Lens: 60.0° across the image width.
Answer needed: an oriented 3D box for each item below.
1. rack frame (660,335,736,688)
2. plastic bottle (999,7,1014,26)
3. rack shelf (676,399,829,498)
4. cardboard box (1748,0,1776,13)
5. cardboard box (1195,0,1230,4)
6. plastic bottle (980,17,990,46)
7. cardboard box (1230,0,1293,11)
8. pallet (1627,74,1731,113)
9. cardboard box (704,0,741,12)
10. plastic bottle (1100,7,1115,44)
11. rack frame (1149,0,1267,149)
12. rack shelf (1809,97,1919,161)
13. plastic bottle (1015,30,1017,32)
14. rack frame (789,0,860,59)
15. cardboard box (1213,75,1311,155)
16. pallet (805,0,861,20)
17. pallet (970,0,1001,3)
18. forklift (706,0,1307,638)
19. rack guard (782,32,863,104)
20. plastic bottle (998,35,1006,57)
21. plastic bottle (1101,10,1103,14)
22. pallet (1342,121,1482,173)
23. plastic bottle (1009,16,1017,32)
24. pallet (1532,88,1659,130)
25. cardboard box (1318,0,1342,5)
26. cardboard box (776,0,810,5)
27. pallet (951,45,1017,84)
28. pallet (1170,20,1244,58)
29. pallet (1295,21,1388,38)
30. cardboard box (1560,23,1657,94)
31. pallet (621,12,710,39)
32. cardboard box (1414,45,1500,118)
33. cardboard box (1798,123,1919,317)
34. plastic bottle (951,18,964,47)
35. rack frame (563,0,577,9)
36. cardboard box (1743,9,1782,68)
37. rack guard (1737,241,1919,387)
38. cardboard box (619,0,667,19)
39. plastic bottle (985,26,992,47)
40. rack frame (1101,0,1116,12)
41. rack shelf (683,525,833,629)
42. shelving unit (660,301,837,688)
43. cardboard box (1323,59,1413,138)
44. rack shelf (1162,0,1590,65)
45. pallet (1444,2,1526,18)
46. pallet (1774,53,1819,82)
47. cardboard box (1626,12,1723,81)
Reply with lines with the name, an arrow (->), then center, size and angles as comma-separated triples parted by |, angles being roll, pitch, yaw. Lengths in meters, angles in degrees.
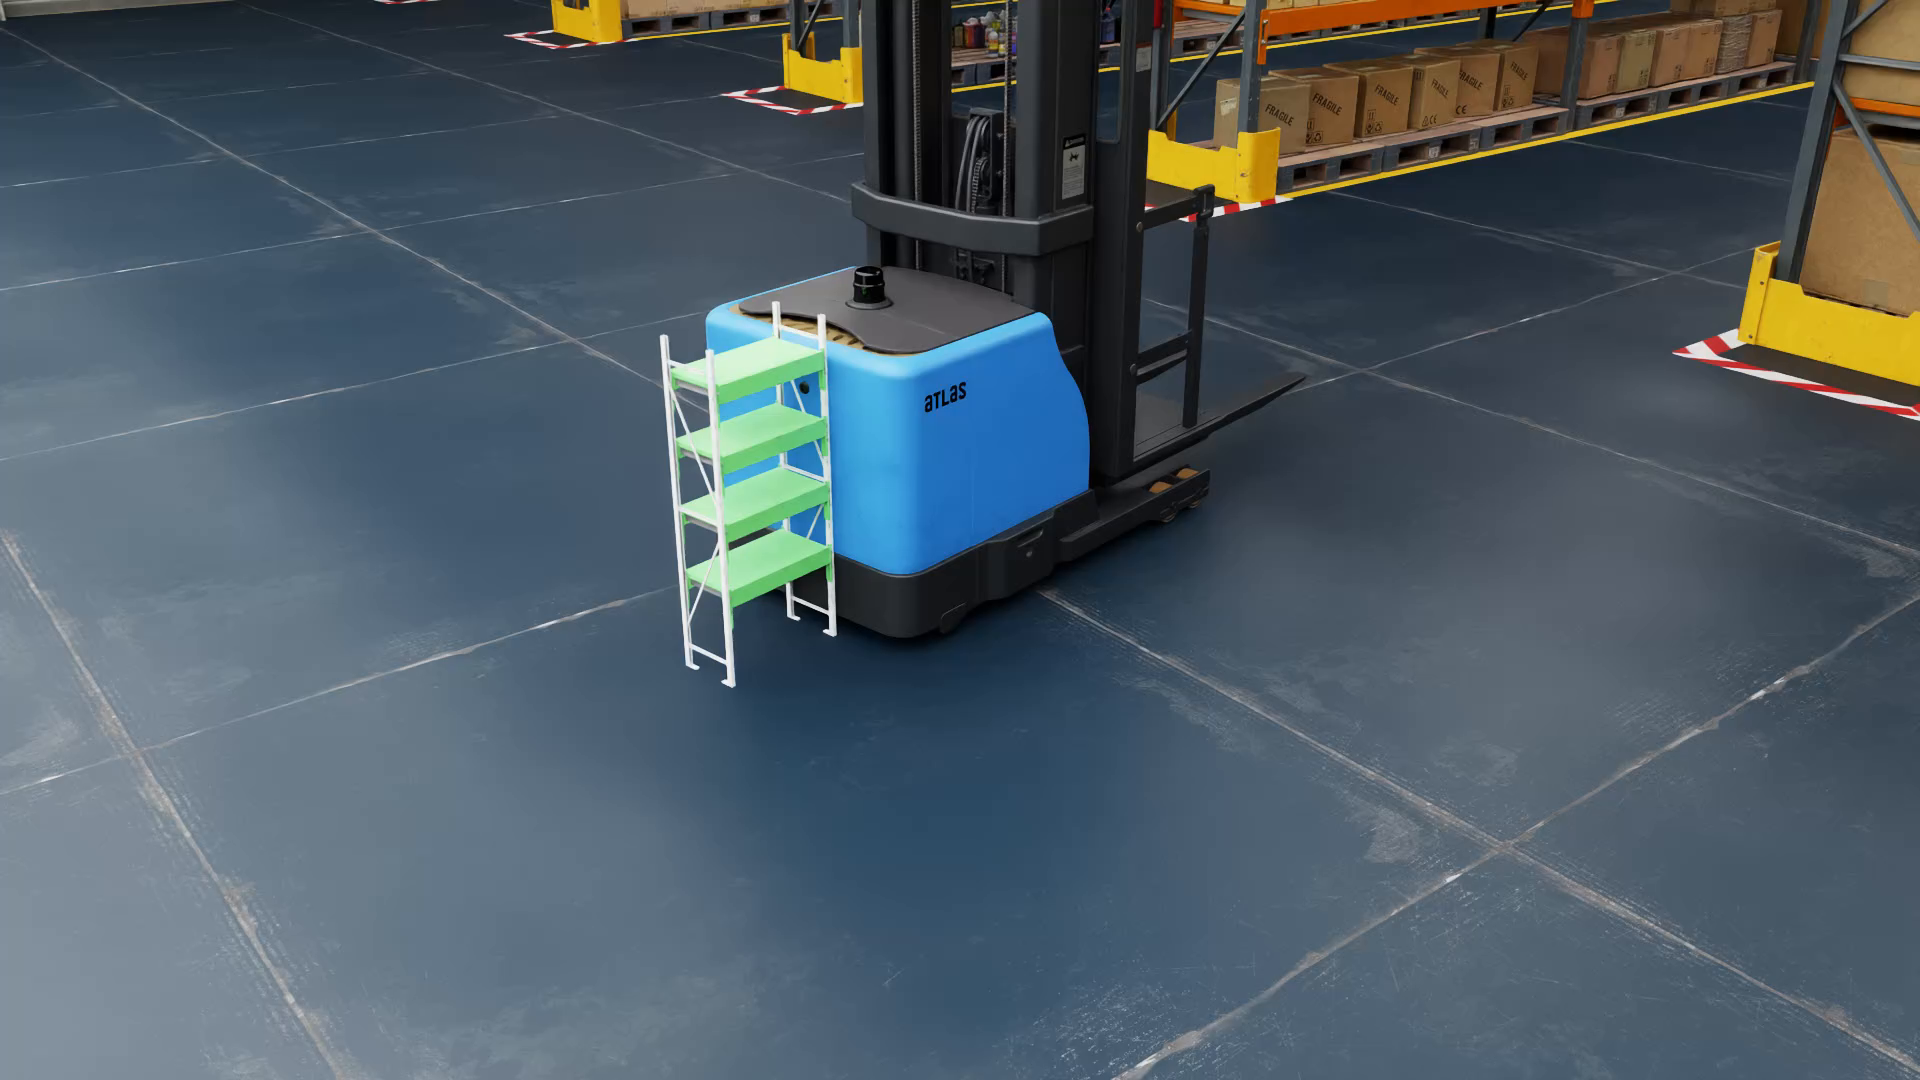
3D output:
rack frame -> -0.861, -0.076, 5.488 | 0.240, 1.200, 0.015 | 20, 32, 36
plastic bottle -> 0.489, -5.435, 17.521 | 0.185, 0.351, 0.144 | -19, 31, -34
rack shelf -> -0.701, -0.313, 5.581 | 0.258, 0.148, 0.480 | 20, 32, 36
cardboard box -> 7.558, -5.289, 16.138 | 0.500, 0.250, 0.500 | -17, 30, -32
cardboard box -> 1.869, -4.017, 12.141 | 0.250, 0.149, 0.380 | -18, 31, -34
plastic bottle -> 0.215, -5.308, 17.337 | 0.135, 0.276, 0.152 | -19, 31, -35
cardboard box -> 2.143, -3.870, 11.823 | 0.250, 0.149, 0.380 | -18, 31, -34
pallet -> 6.492, -4.284, 15.730 | 1.213, 0.211, 1.003 | -18, 31, -34
cardboard box -> -2.994, -6.541, 20.048 | 0.500, 0.250, 0.500 | -18, 31, -34
plastic bottle -> 1.534, -5.404, 17.454 | 0.185, 0.351, 0.144 | -19, 31, -35
rack frame -> 1.772, -3.989, 11.781 | 0.127, 3.000, 1.000 | -18, 31, -34
rack shelf -> 6.327, -2.512, 9.455 | 4.000, 0.370, 1.077 | -18, 31, -34
plastic bottle -> 0.604, -5.048, 16.782 | 0.097, 0.271, 0.097 | 0, 25, 0
rack frame -> -1.285, -5.629, 15.316 | 0.127, 3.000, 1.000 | -18, 31, -34
cardboard box -> 2.273, -3.202, 12.556 | 0.500, 0.500, 0.500 | -12, 28, -25
pallet -> -1.842, -6.853, 21.265 | 1.213, 0.211, 1.003 | -18, 31, -34
pallet -> 0.326, -7.568, 22.807 | 1.213, 0.211, 1.003 | -18, 31, -34
forklift -> 0.408, -1.527, 6.559 | 1.130, 2.935, 3.031 | 20, 32, 36
rack guard -> -1.254, -4.531, 15.919 | 0.348, 0.500, 1.175 | -18, 31, -34
plastic bottle -> 0.416, -4.954, 16.663 | 0.097, 0.201, 0.097 | 0, 25, 0
plastic bottle -> 1.445, -5.451, 17.557 | 0.185, 0.351, 0.144 | -18, 31, -34
pallet -> 3.452, -3.258, 13.519 | 1.213, 0.211, 1.003 | -18, 31, -34
plastic bottle -> 0.600, -5.358, 17.445 | 0.135, 0.276, 0.152 | -18, 31, -34
pallet -> 5.531, -3.965, 15.044 | 1.213, 0.211, 1.003 | -18, 31, -34
cardboard box -> 2.558, -3.988, 12.079 | 0.250, 0.149, 0.380 | -18, 31, -34
cardboard box -> -2.204, -6.799, 20.605 | 0.500, 0.250, 0.500 | -18, 31, -34
pallet -> 0.348, -4.924, 17.109 | 1.213, 0.211, 1.003 | -18, 31, -34
pallet -> 2.457, -5.620, 18.609 | 1.213, 0.211, 1.003 | -18, 31, -34
pallet -> 4.377, -6.254, 19.975 | 1.213, 0.211, 1.003 | -18, 31, -34
cardboard box -> 5.803, -4.363, 15.035 | 0.500, 0.500, 0.700 | -18, 31, -34
pallet -> -3.762, -6.219, 19.899 | 1.213, 0.211, 1.003 | -18, 31, -34
cardboard box -> 4.134, -3.842, 13.936 | 0.500, 0.500, 0.500 | -9, 26, -18
cardboard box -> 5.246, -1.744, 8.970 | 0.875, 0.875, 0.875 | -18, 30, -34
plastic bottle -> -0.029, -5.255, 17.215 | 0.133, 0.283, 0.061 | -17, 30, -33
rack frame -> -4.338, -7.271, 18.854 | 0.127, 3.000, 1.000 | -18, 31, -34
cardboard box -> 7.552, -4.952, 16.303 | 0.500, 0.500, 0.700 | -20, 32, -37
rack guard -> 4.734, -1.179, 8.697 | 0.348, 0.500, 1.175 | -18, 31, -34
cardboard box -> -3.779, -6.280, 19.486 | 0.500, 0.250, 0.500 | -18, 31, -34
plastic bottle -> 0.306, -5.238, 17.274 | 0.097, 0.201, 0.097 | 0, 25, 0
rack frame -> 1.863, -6.668, 17.555 | 0.127, 3.000, 1.000 | -18, 31, -34
rack shelf -> -0.701, 0.122, 5.783 | 0.258, 0.148, 0.480 | 20, 32, 36
shelving unit -> -0.701, -0.153, 5.655 | 0.258, 1.200, 0.503 | 20, 32, 36
cardboard box -> 3.227, -3.525, 13.252 | 0.500, 0.500, 0.500 | -15, 29, -29
rack shelf -> 3.346, -4.182, 13.052 | 4.000, 0.370, 1.077 | -18, 31, -34
pallet -> 6.565, -6.976, 21.531 | 1.213, 0.211, 1.003 | -18, 31, -34
pallet -> 8.734, -4.982, 17.233 | 1.213, 0.211, 1.003 | -18, 31, -34
cardboard box -> 6.682, -4.654, 15.661 | 0.500, 0.500, 0.700 | -15, 29, -30
